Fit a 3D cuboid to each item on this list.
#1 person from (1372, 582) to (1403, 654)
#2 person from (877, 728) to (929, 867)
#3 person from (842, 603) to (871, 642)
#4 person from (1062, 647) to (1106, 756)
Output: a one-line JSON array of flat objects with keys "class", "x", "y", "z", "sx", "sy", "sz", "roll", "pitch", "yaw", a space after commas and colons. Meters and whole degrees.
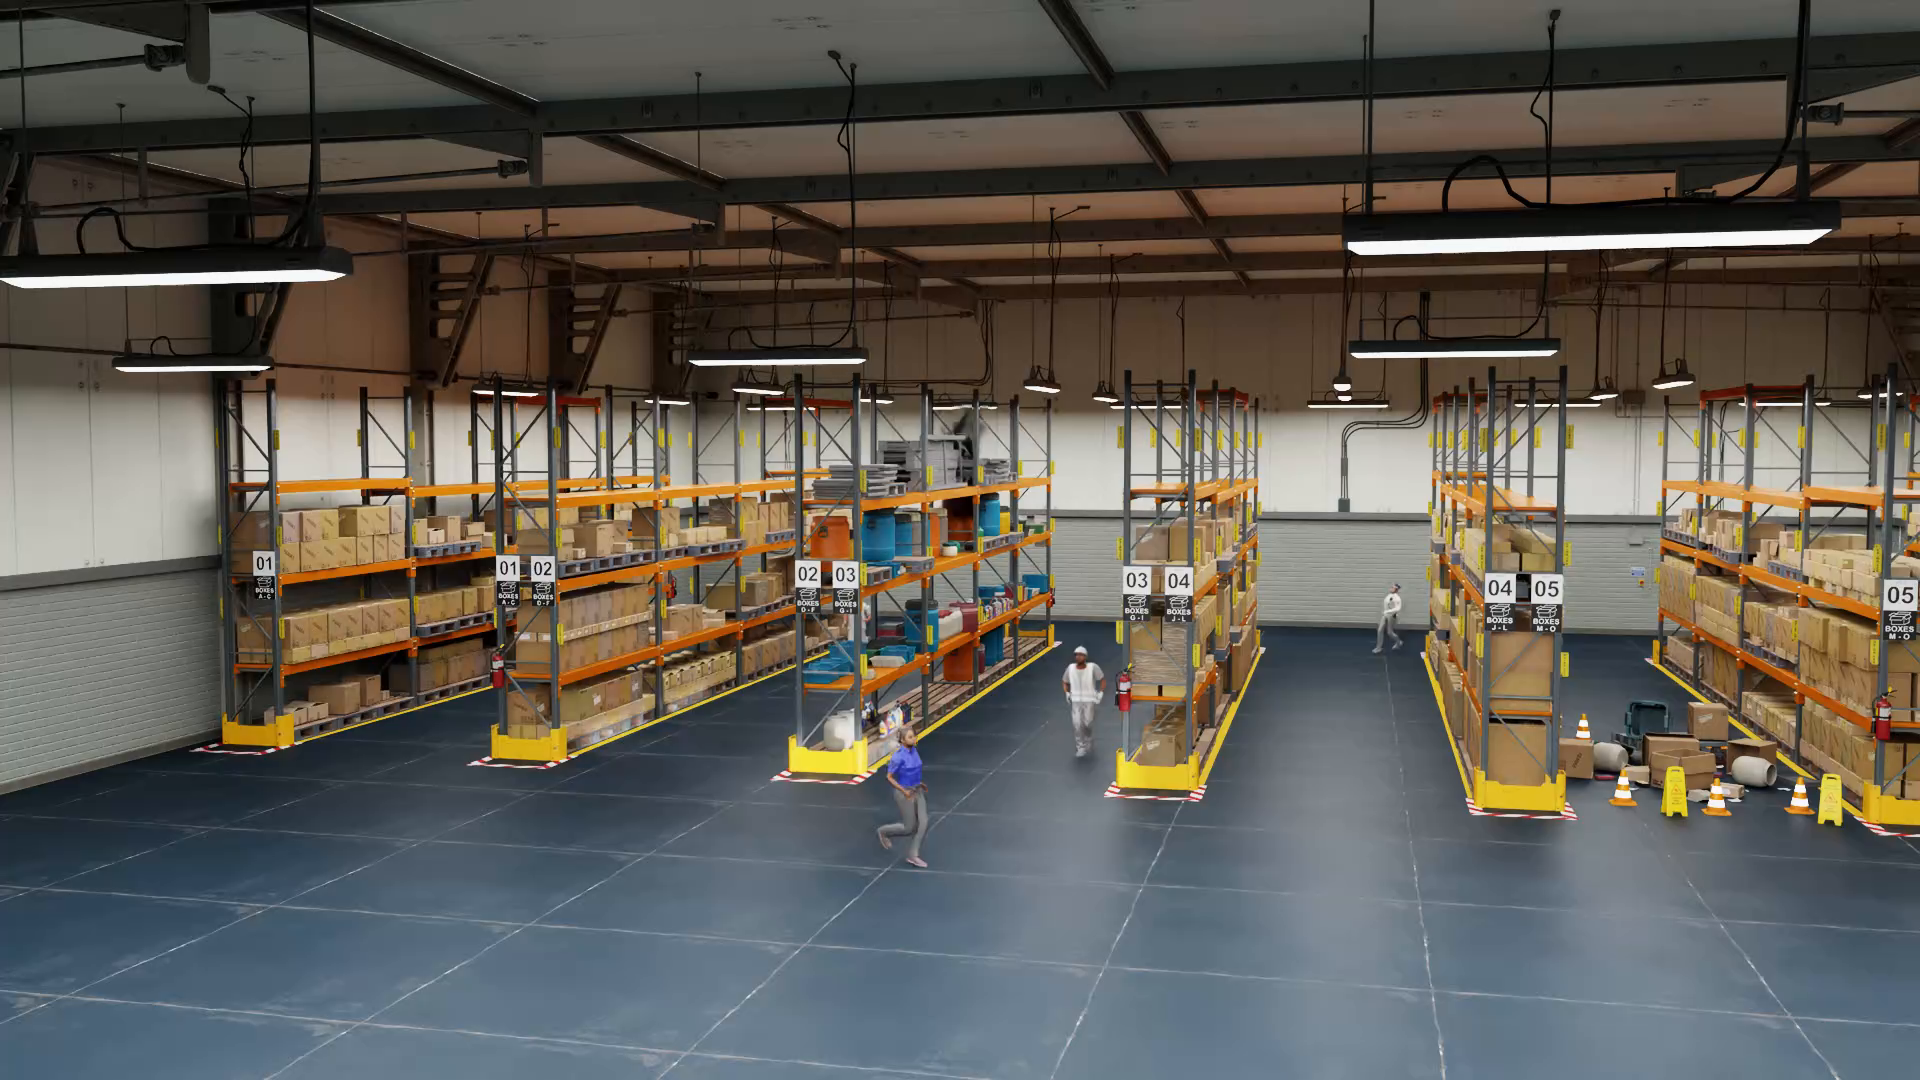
[{"class": "person", "x": 10.099, "y": 1.826, "z": 39.006, "sx": 0.834, "sy": 1.685, "sz": 0.637, "roll": -1, "pitch": 4, "yaw": -21}, {"class": "person", "x": -0.647, "y": 3.033, "z": 19.692, "sx": 0.668, "sy": 1.617, "sz": 0.584, "roll": 3, "pitch": 4, "yaw": 37}, {"class": "person", "x": -2.214, "y": 1.963, "z": 35.867, "sx": 0.669, "sy": 1.766, "sz": 0.928, "roll": 0, "pitch": 3, "yaw": 7}, {"class": "person", "x": 1.921, "y": 2.557, "z": 26.288, "sx": 0.665, "sy": 1.739, "sz": 0.530, "roll": 1, "pitch": 4, "yaw": 15}]
